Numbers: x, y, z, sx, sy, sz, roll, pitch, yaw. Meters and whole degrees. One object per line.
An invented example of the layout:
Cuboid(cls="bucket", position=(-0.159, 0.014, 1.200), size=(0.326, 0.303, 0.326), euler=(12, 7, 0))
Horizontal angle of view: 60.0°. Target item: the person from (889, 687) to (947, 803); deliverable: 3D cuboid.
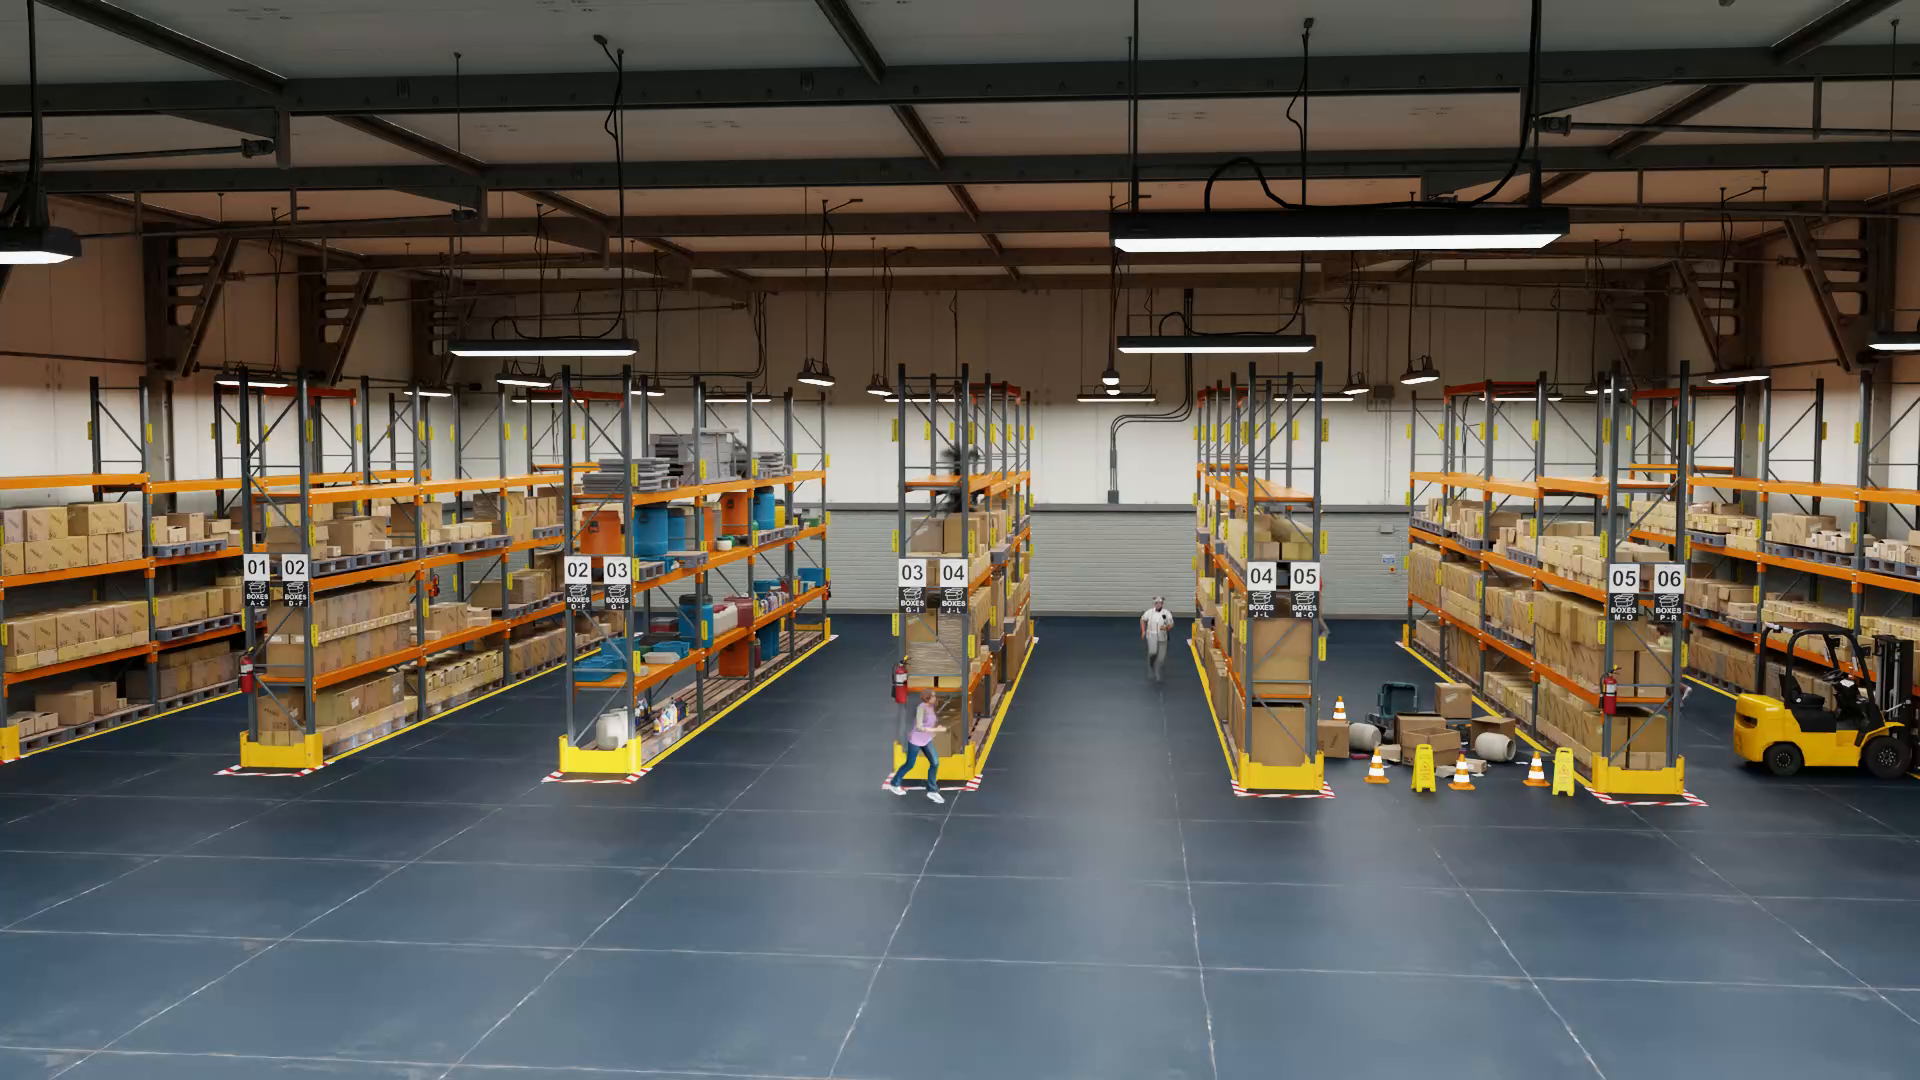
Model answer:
Cuboid(cls="person", position=(-0.558, 2.769, 22.585), size=(0.912, 1.577, 0.532), euler=(2, 4, 33))

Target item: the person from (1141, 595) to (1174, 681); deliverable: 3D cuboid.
Cuboid(cls="person", position=(3.931, 1.966, 33.065), size=(0.629, 1.740, 0.738), euler=(0, 4, 0))

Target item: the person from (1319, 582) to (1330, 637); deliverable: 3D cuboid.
Cuboid(cls="person", position=(8.520, 1.553, 40.257), size=(0.838, 1.782, 0.655), euler=(0, 4, 0))

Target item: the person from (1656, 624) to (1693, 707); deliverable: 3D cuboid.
Cuboid(cls="person", position=(13.111, 2.314, 30.466), size=(0.600, 1.489, 0.834), euler=(-2, 4, -23))
